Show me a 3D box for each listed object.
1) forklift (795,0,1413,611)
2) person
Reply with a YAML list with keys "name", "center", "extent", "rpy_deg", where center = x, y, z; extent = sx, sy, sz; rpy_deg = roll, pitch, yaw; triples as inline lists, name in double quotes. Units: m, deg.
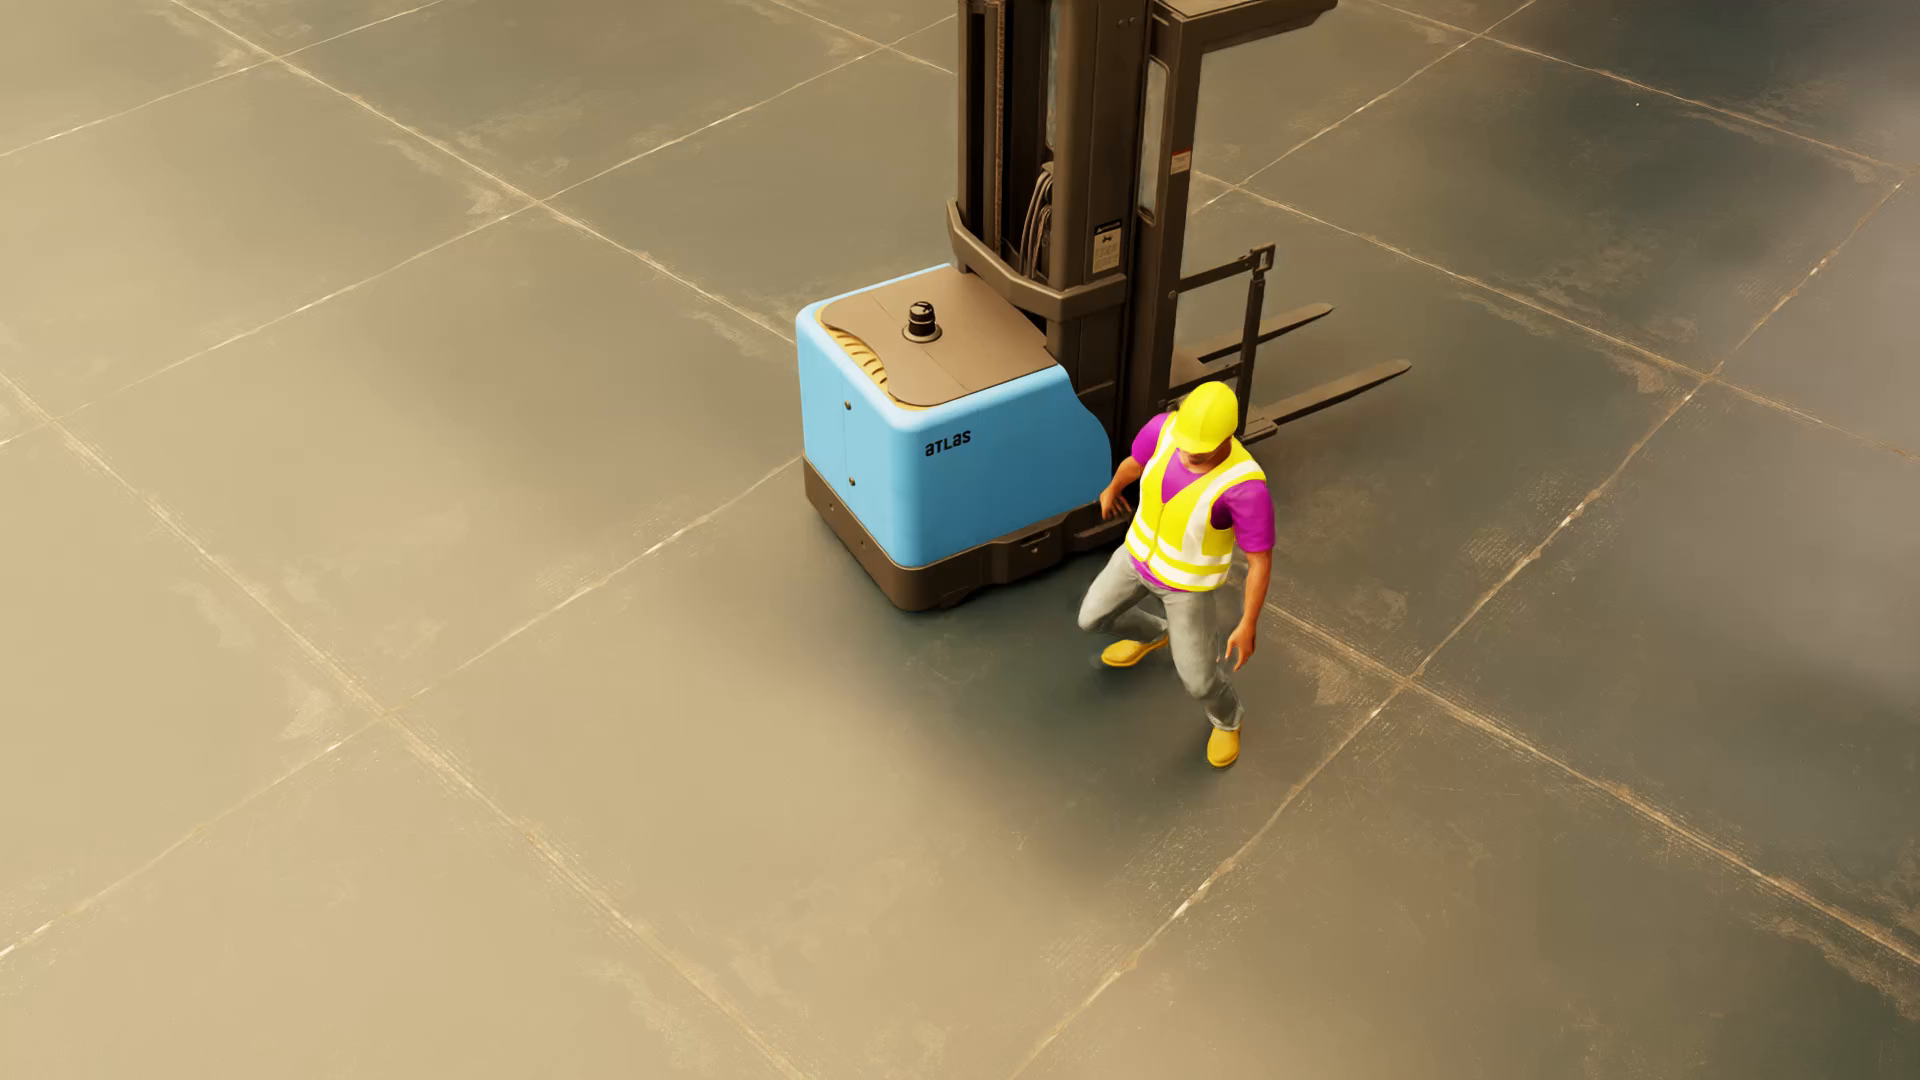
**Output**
- name: "forklift"
  center: [0.804, -1.515, 7.195]
  extent: [3.031, 2.935, 1.130]
  rpy_deg: [-21, 45, -22]
- name: "person"
  center: [0.802, 0.069, 6.327]
  extent: [0.488, 1.668, 0.954]
  rpy_deg: [-26, 47, -27]
